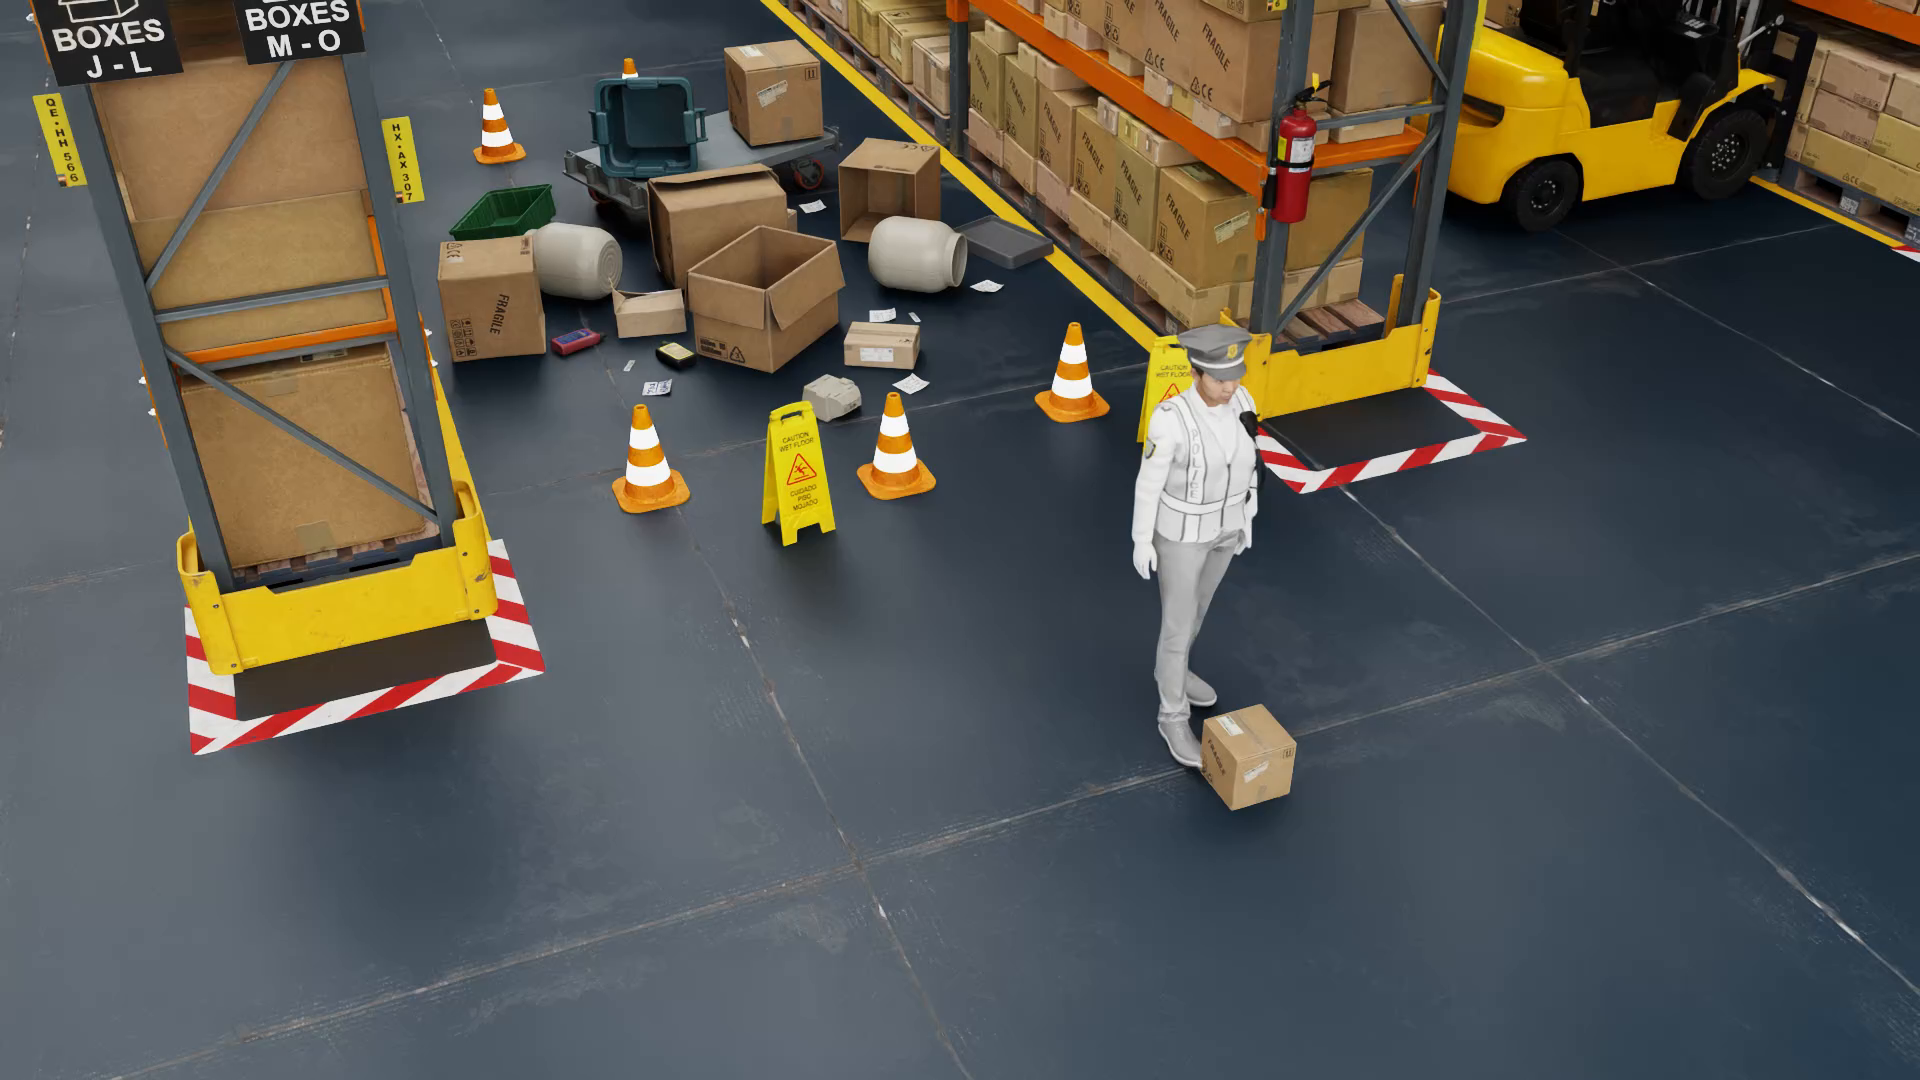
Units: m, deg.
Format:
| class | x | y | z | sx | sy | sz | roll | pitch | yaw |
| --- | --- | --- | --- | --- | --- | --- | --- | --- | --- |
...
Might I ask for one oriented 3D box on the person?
| class | x | y | z | sx | sy | sz | roll | pitch | yaw |
| --- | --- | --- | --- | --- | --- | --- | --- | --- | --- |
| person | 0.929 | -0.004 | 6.120 | 0.510 | 1.666 | 0.540 | -19 | 38 | -26 |
